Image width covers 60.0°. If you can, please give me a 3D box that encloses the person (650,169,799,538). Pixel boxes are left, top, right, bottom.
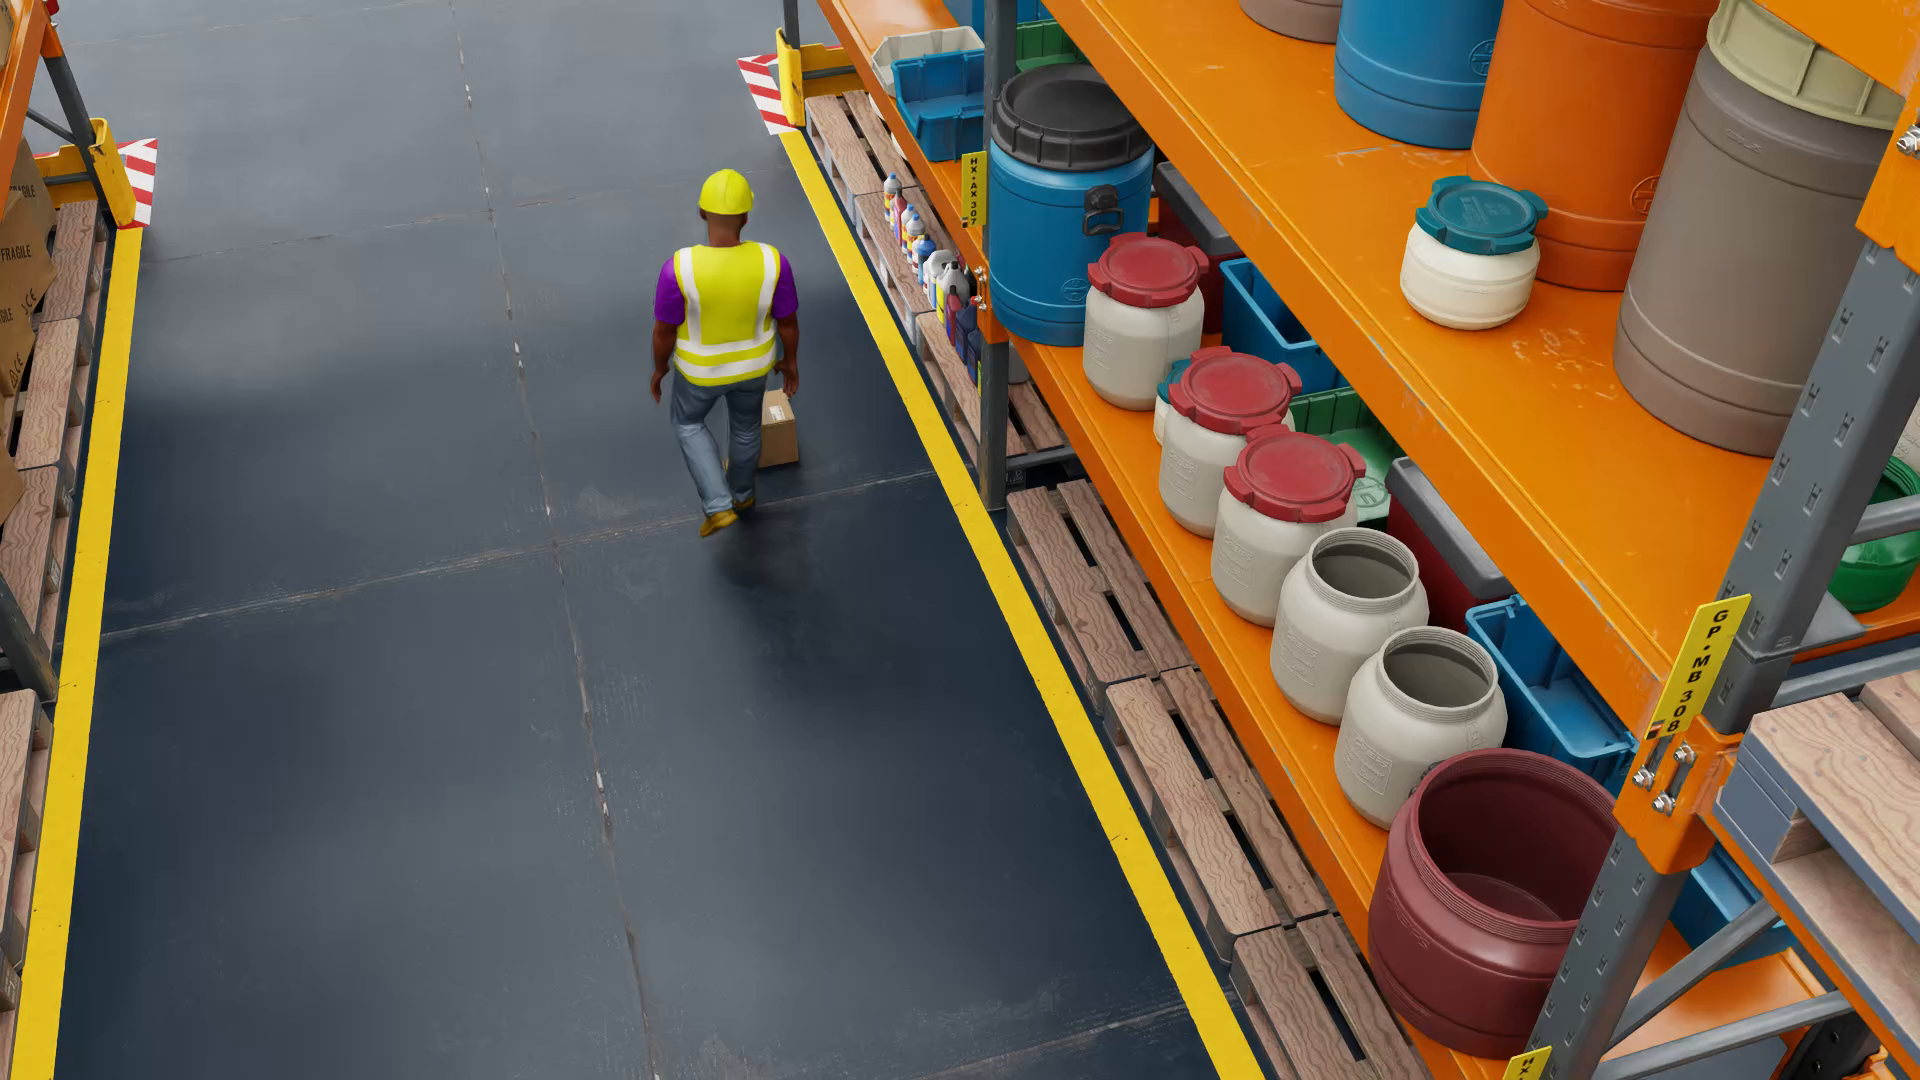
[{"bbox_3d":[-1.001,-0.772,6.982,0.631,1.764,0.659,-12,43,-13],"label":"person"}]
